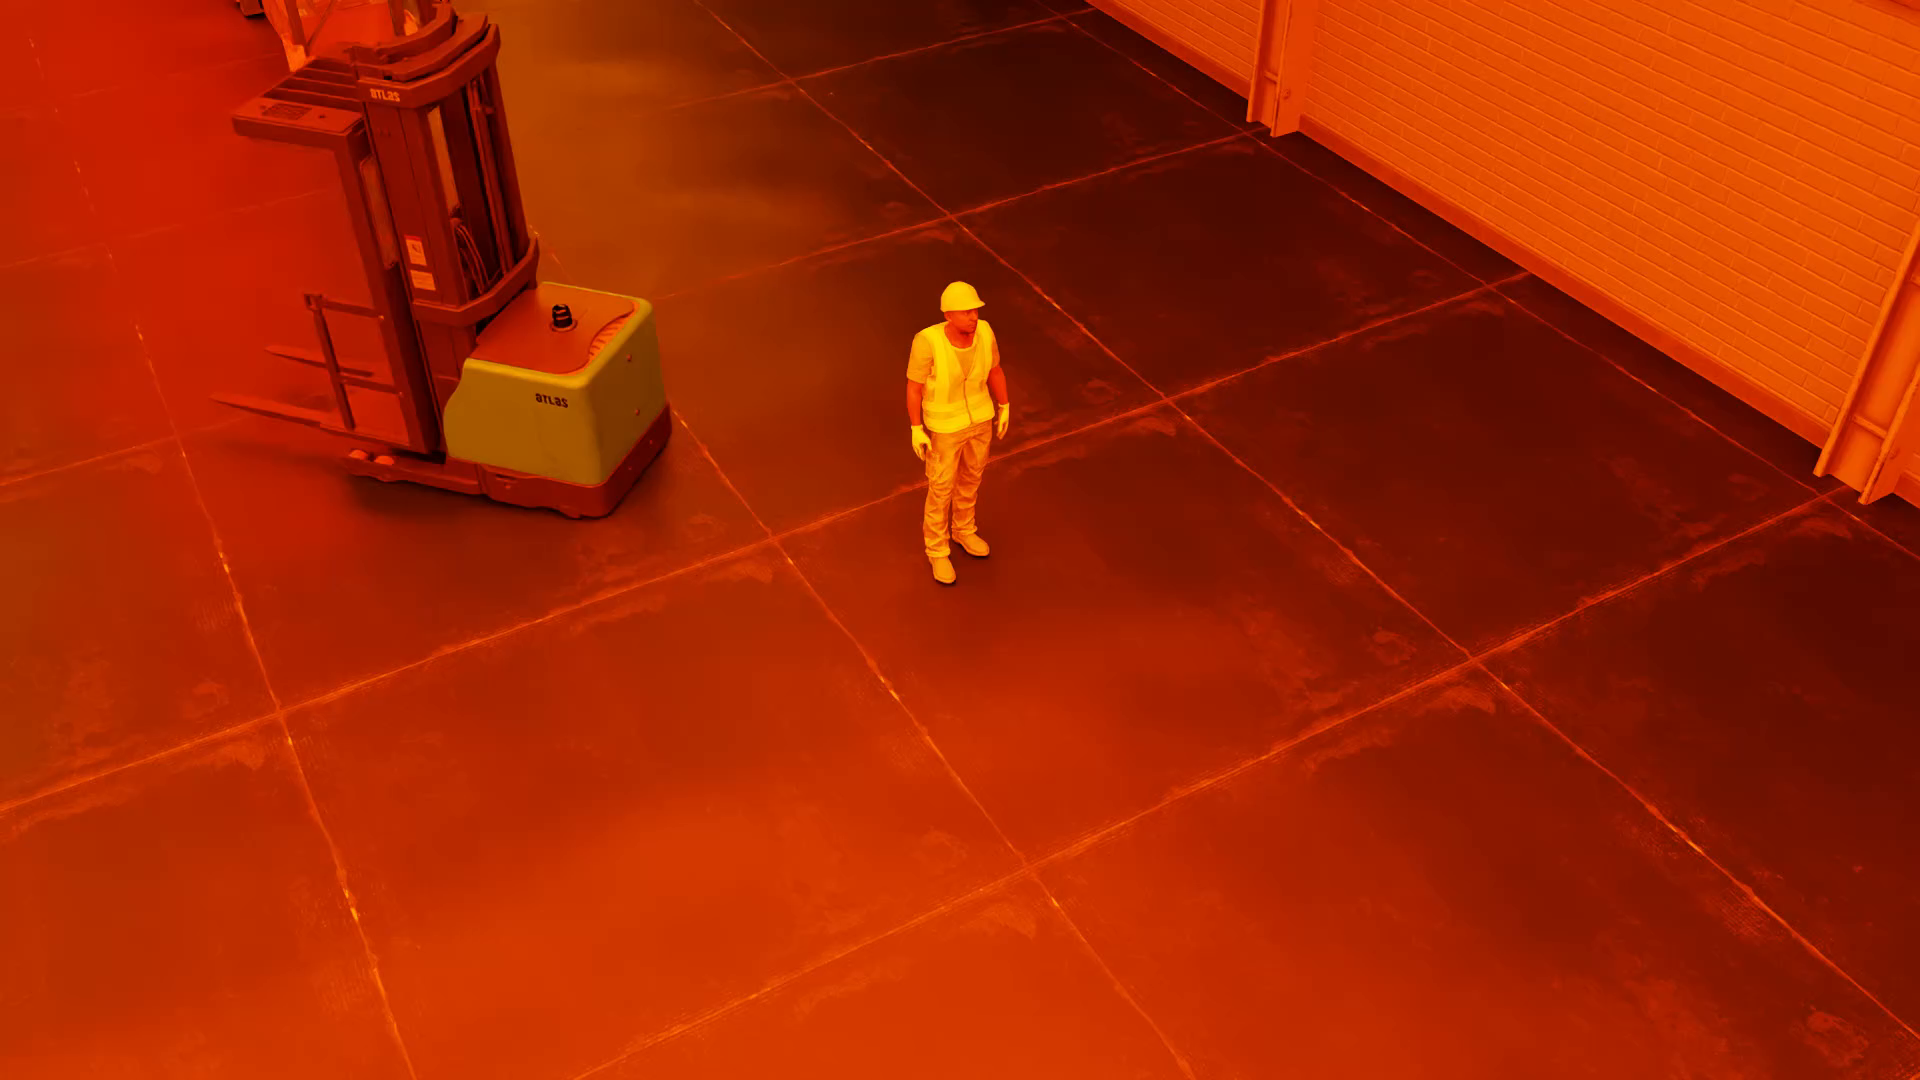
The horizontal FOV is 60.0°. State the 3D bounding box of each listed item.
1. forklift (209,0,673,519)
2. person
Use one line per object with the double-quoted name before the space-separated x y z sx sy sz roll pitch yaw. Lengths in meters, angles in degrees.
"forklift" -3.491 -1.816 10.226 3.031 2.935 1.130 12 41 14
"person" 0.030 -0.649 9.707 0.655 1.784 0.574 -20 44 -23
